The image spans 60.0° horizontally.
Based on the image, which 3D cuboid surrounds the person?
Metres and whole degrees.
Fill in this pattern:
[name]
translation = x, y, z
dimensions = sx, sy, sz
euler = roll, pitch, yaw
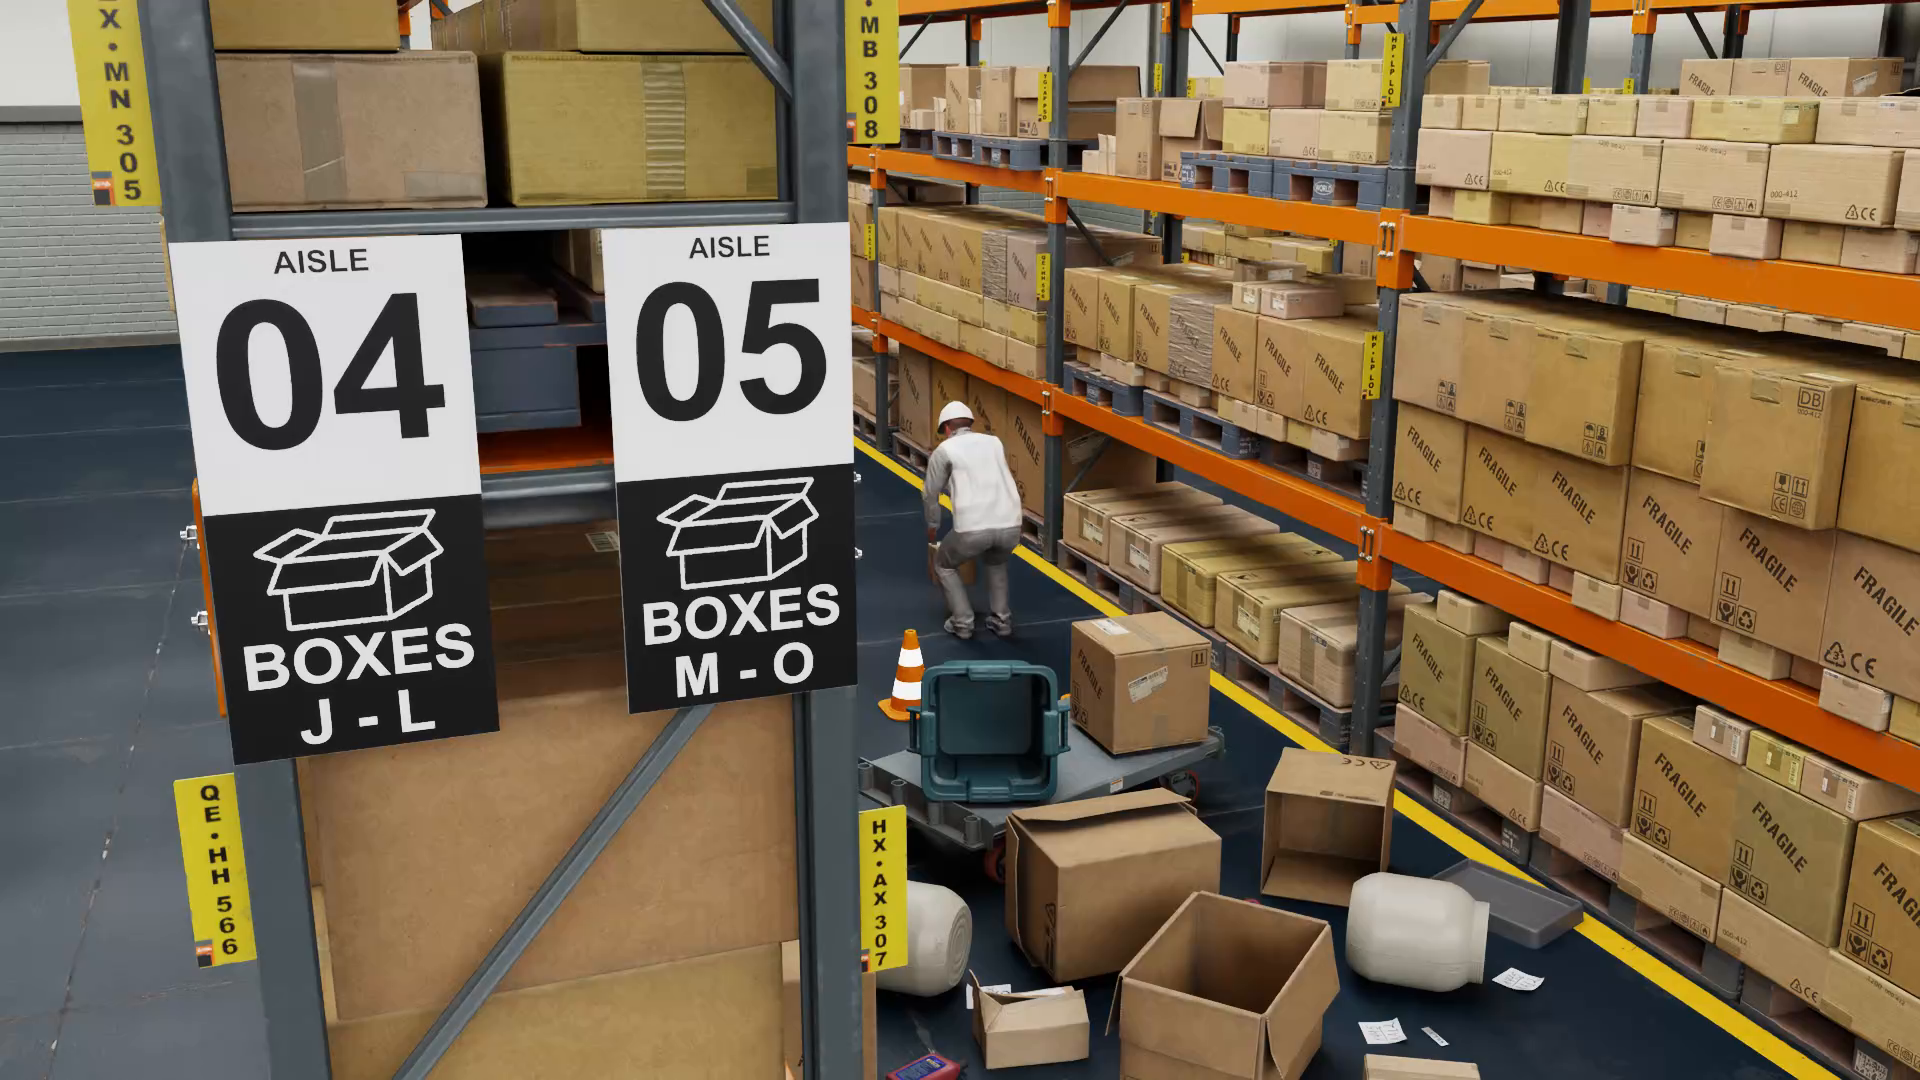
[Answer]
[person]
translation = 0.089, -0.119, 10.522
dimensions = 0.543, 1.450, 0.752
euler = -6, 16, -20
